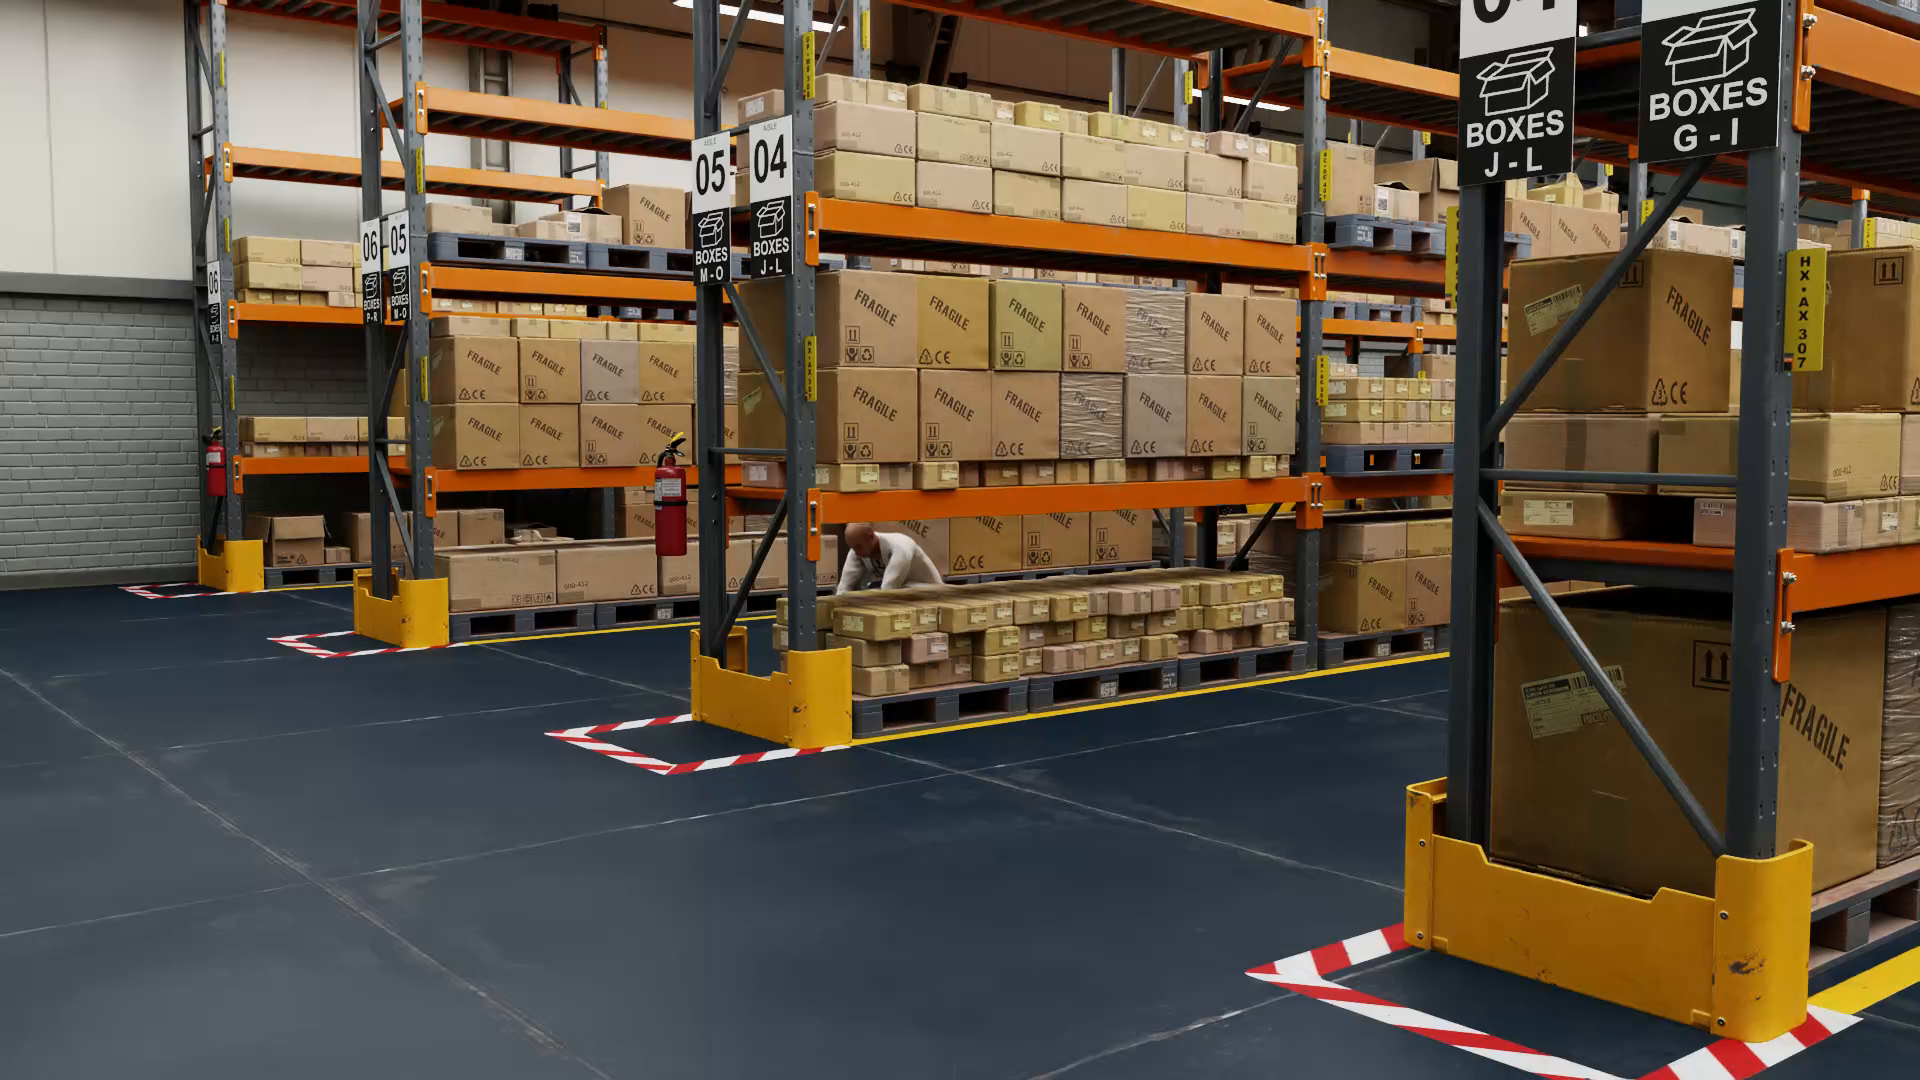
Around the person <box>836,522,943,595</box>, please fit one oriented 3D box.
[{"bbox_3d":[-0.496,0.354,11.303,0.913,1.020,0.612,-3,5,-40],"label":"person"}]
